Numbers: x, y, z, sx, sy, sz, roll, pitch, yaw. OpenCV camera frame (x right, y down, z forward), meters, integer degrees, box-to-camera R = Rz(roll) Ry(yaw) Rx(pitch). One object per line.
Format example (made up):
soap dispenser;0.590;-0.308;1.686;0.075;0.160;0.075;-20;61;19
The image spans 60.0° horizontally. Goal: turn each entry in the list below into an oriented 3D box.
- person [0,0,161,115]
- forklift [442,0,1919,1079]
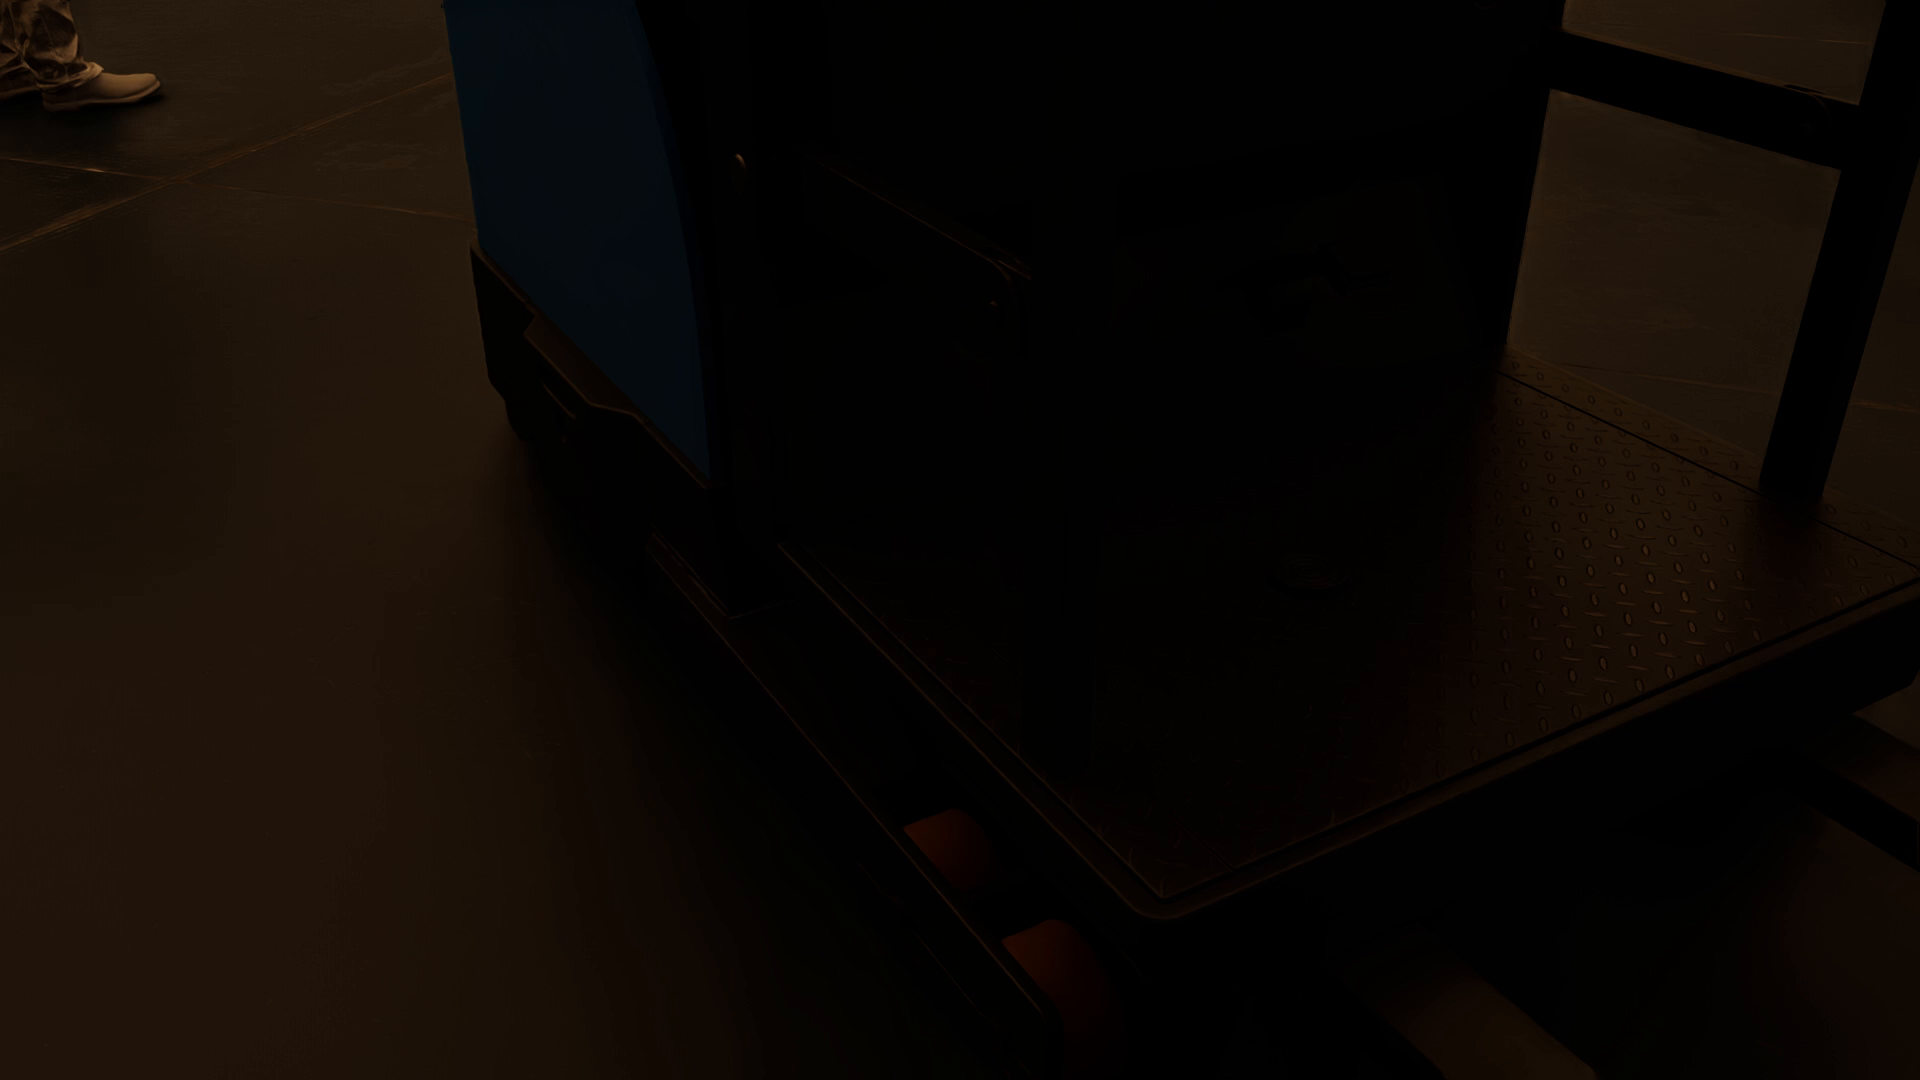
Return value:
person;-2.536;-2.029;4.279;0.457;1.781;0.733;-20;35;-31
forklift;0.372;-1.008;1.306;1.130;2.935;3.031;-16;33;-26
